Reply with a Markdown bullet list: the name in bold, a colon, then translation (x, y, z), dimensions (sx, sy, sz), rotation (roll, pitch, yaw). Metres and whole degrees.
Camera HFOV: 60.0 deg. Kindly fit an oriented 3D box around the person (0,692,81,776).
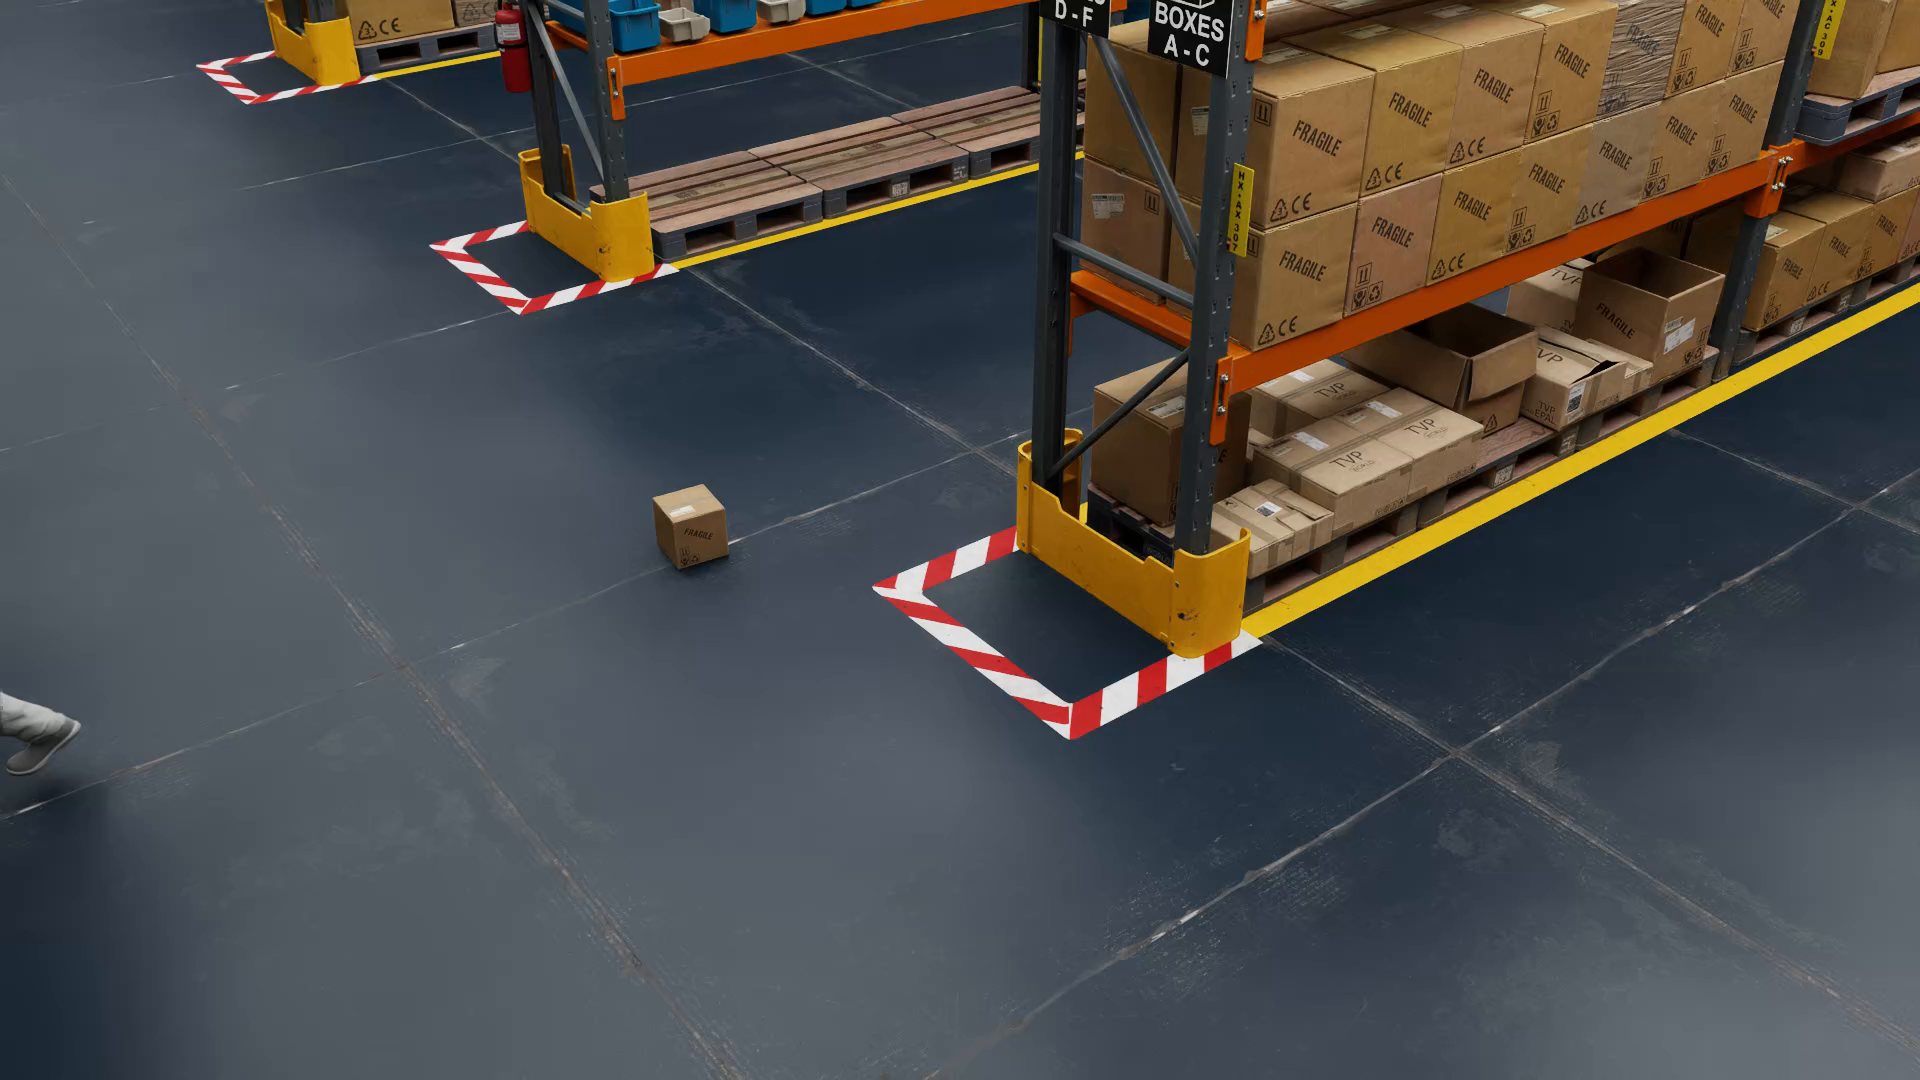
- **person**: translation (-3.593, 0.333, 5.596), dimensions (0.846, 1.629, 0.473), rotation (-15, 35, -22)
